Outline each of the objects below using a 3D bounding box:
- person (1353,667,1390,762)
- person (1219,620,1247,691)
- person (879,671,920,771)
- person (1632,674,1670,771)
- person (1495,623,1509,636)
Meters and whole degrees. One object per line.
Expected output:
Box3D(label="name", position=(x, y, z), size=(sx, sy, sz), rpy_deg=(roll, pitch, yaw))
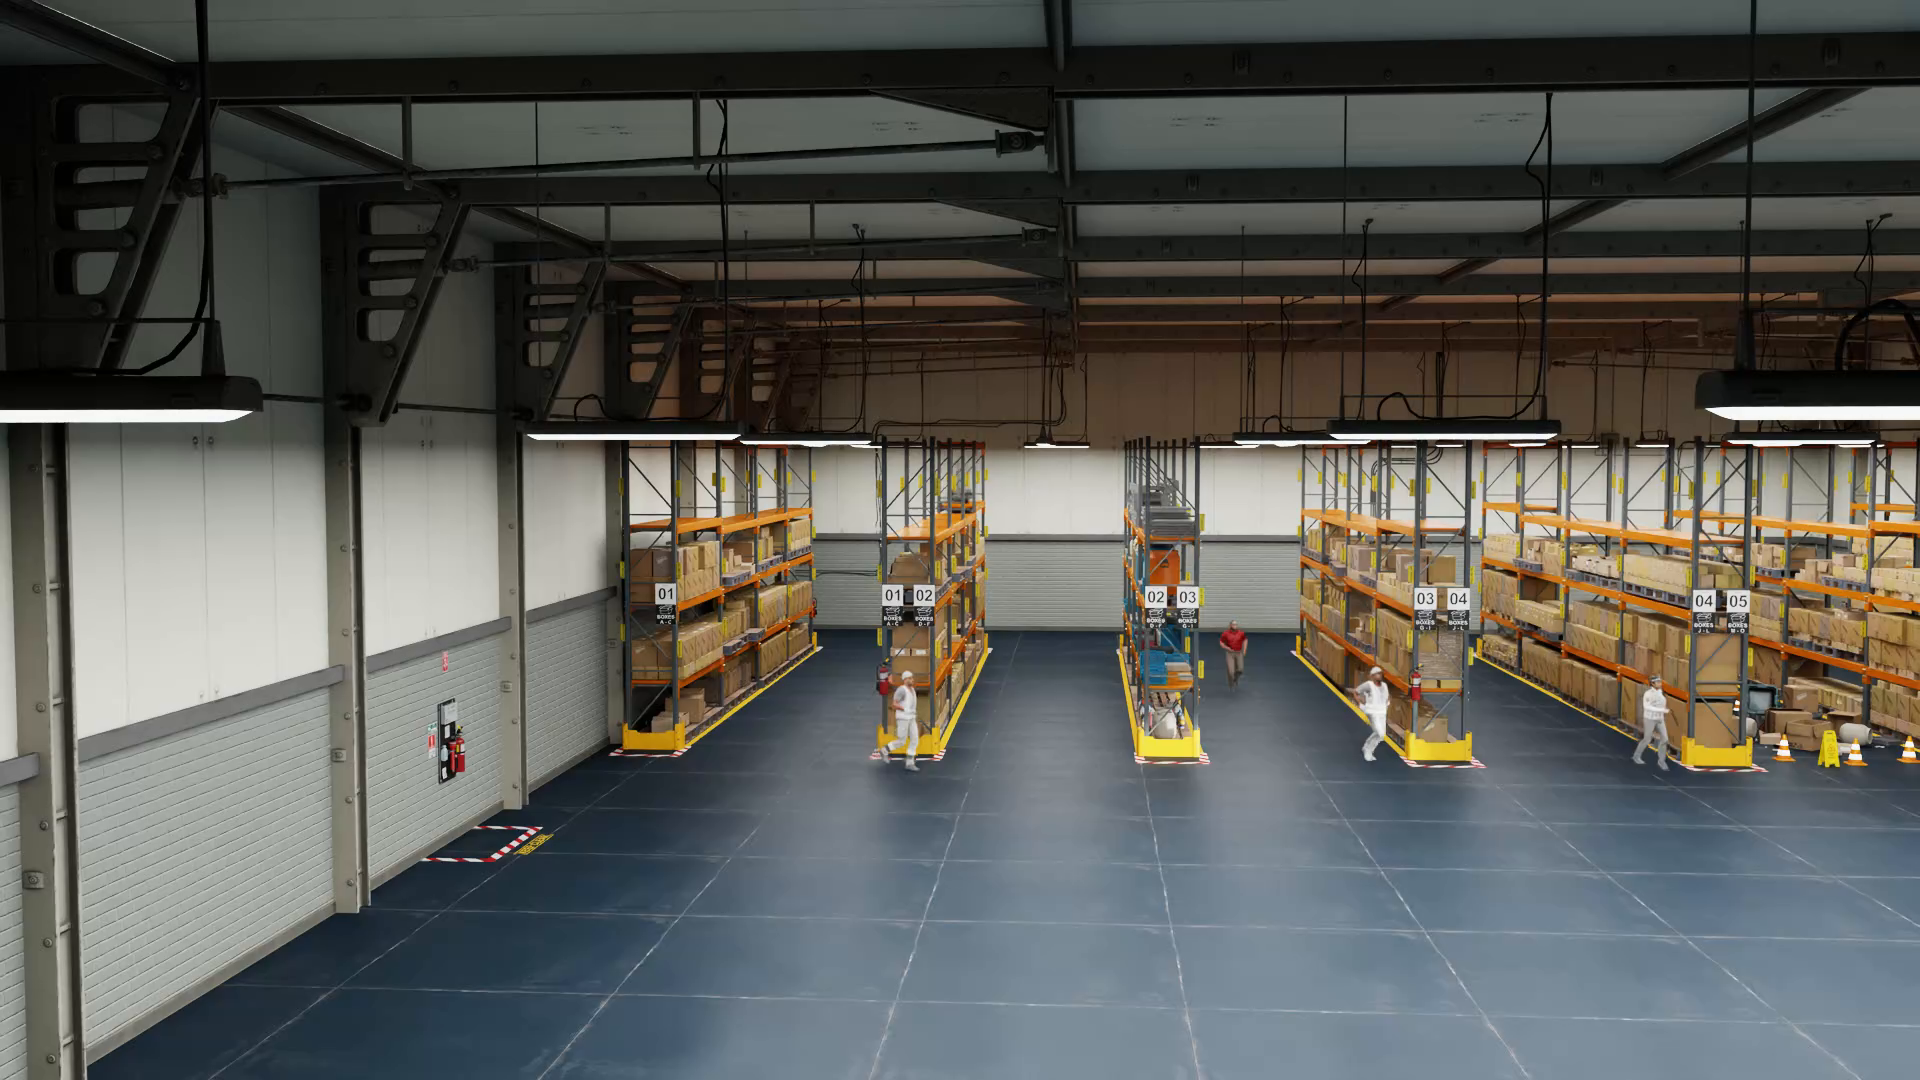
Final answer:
Box3D(label="person", position=(7.673, 3.205, 30.634), size=(0.694, 1.727, 0.589), rpy_deg=(-2, 4, -34))
Box3D(label="person", position=(6.533, 2.762, 39.665), size=(0.705, 1.693, 0.612), rpy_deg=(0, 3, -3))
Box3D(label="person", position=(-1.015, 3.243, 29.974), size=(0.839, 1.775, 0.671), rpy_deg=(2, 4, 33))
Box3D(label="person", position=(12.511, 3.285, 29.991), size=(0.633, 1.766, 0.742), rpy_deg=(-2, 3, -29))
Box3D(label="person", position=(15.527, 2.335, 47.662), size=(1.112, 1.641, 0.729), rpy_deg=(3, 4, 44))
